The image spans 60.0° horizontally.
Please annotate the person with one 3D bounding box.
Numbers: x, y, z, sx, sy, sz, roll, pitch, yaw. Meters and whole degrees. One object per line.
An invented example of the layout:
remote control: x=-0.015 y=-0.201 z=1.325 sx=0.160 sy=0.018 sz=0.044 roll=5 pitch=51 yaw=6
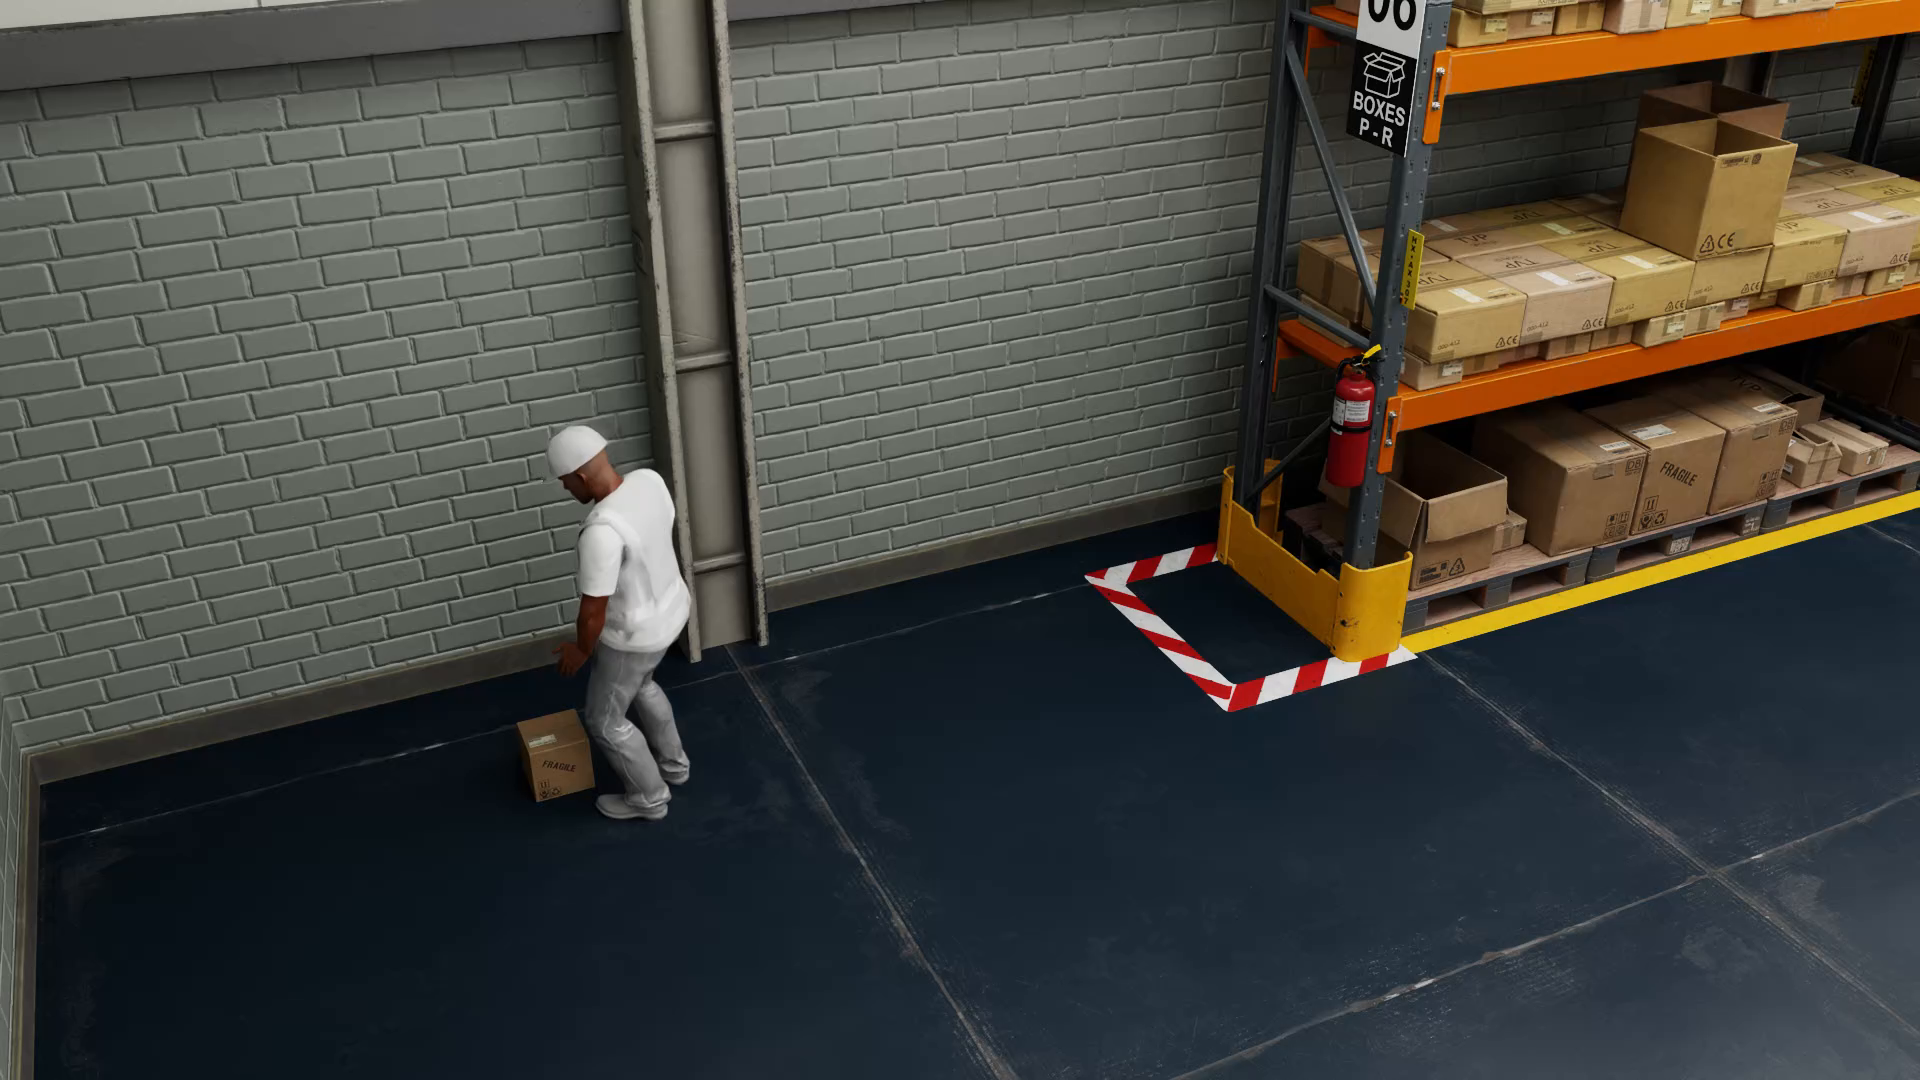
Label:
person: x=-1.331 y=0.338 z=6.562 sx=0.472 sy=1.708 sz=0.595 roll=7 pitch=30 yaw=13
